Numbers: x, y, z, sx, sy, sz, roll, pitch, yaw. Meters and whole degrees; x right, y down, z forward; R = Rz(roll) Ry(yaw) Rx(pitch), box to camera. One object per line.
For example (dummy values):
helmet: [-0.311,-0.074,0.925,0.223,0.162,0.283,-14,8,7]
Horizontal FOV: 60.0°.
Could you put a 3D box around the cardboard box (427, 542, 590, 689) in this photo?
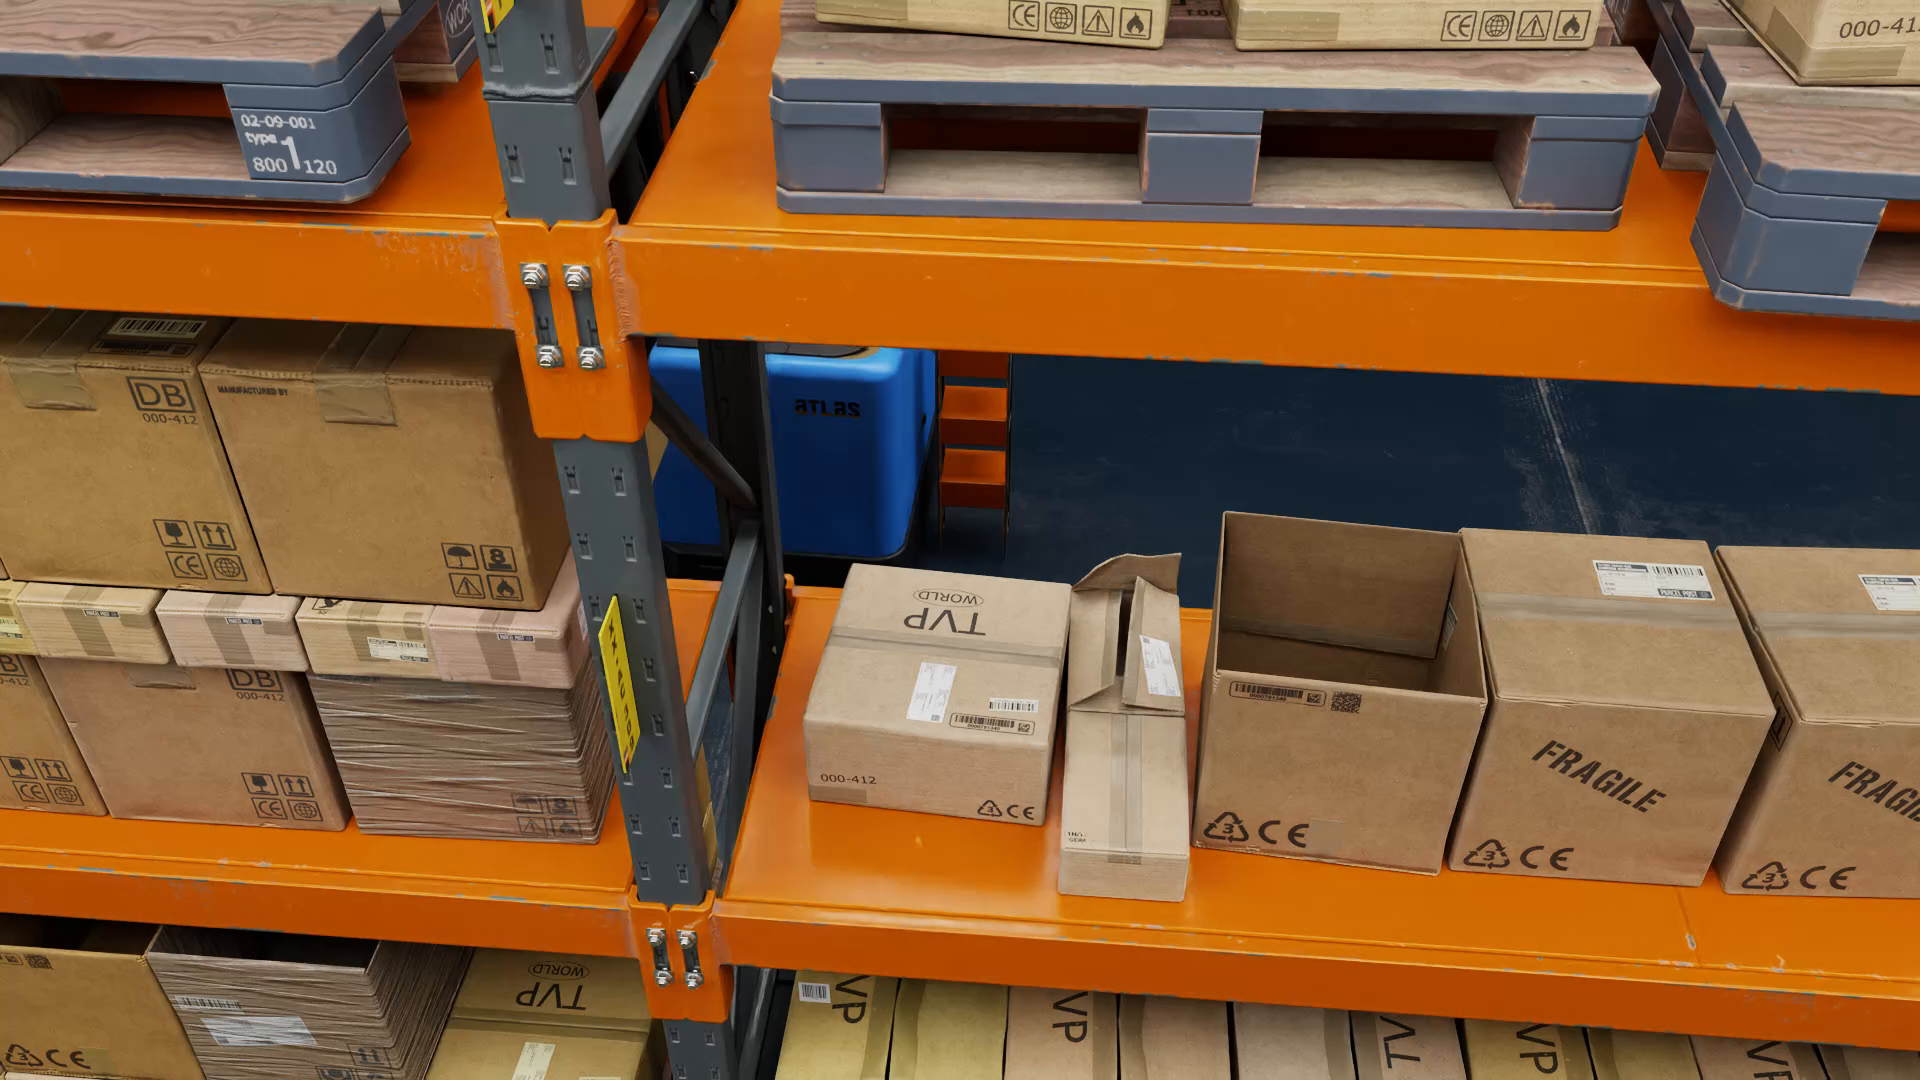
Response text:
cardboard box: [-0.819,0.095,3.164,0.250,0.149,0.380,3,39,4]

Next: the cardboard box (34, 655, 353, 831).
cardboard box: [-1.498,0.182,3.571,0.500,0.500,0.700,3,39,3]

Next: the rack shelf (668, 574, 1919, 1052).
rack shelf: [1.463,0.654,3.641,4.000,0.370,1.077,3,39,4]

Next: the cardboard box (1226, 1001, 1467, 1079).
cardboard box: [0.875,1.189,3.814,0.500,0.311,0.500,2,39,2]

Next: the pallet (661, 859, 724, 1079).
pallet: [-1.318,1.278,4.513,1.213,0.211,1.003,3,39,4]

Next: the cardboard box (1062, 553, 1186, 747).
cardboard box: [0.362,0.250,3.673,0.258,0.266,0.396,2,39,3]

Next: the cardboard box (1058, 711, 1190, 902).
cardboard box: [0.336,0.540,3.409,0.250,0.149,0.380,3,39,4]

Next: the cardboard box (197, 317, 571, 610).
cardboard box: [-0.972,-0.296,3.131,0.500,0.500,0.700,3,39,4]

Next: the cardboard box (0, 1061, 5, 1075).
cardboard box: [-2.505,0.913,4.004,0.500,0.500,0.500,3,39,4]

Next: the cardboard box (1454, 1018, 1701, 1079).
cardboard box: [1.392,1.214,3.784,0.500,0.311,0.500,4,39,5]

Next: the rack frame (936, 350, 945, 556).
rack frame: [-0.068,-0.411,5.923,0.008,1.050,0.200,3,39,4]

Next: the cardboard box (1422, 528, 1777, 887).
cardboard box: [1.258,0.335,3.383,0.500,0.500,0.500,3,39,4]

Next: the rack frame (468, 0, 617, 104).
rack frame: [-0.530,-2.061,1.654,0.127,3.000,1.000,3,39,4]

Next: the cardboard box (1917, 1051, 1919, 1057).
cardboard box: [2.394,1.272,3.713,0.500,0.311,0.500,3,39,3]

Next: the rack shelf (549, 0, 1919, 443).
rack shelf: [1.463,-0.510,2.694,4.000,0.370,1.077,3,39,4]

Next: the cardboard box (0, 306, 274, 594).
cardboard box: [-1.476,-0.323,3.164,0.500,0.500,0.700,3,39,4]

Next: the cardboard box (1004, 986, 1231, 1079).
cardboard box: [0.359,1.162,3.848,0.500,0.311,0.500,3,39,3]

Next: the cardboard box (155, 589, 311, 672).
cardboard box: [-1.326,0.068,3.197,0.250,0.149,0.380,2,39,3]

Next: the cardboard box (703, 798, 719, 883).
cardboard box: [-0.965,0.953,4.548,0.500,0.250,0.500,3,39,4]

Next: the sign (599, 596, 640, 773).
sign: [-0.576,0.248,2.820,0.005,0.325,0.100,3,39,4]

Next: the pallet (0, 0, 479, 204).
pallet: [-1.382,-0.893,2.665,1.213,0.211,1.003,3,39,4]

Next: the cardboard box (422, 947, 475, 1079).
cardboard box: [-1.508,1.248,4.186,0.500,0.250,0.500,3,39,4]

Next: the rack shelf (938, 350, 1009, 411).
rack shelf: [0.053,-0.616,5.743,0.240,0.259,0.215,3,39,4]

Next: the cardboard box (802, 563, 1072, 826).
cardboard box: [-0.035,0.323,3.595,0.500,0.250,0.500,5,39,7]

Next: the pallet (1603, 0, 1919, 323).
pallet: [1.657,-0.646,2.441,1.213,0.211,1.003,5,39,6]

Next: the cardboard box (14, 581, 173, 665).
cardboard box: [-1.588,0.054,3.214,0.250,0.149,0.380,3,39,4]

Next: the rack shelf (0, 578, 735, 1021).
rack shelf: [-2.522,0.436,3.908,4.000,0.370,1.077,3,39,4]

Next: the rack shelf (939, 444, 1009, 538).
rack shelf: [0.053,-0.180,6.097,0.240,0.259,0.215,3,39,4]

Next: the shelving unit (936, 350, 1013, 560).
shelving unit: [0.053,-0.404,5.915,0.252,1.050,0.215,3,39,4]

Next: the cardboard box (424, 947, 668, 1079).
cardboard box: [-1.010,1.281,4.145,0.500,0.250,0.500,3,39,4]

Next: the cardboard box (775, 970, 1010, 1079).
cardboard box: [-0.139,1.131,3.886,0.500,0.311,0.500,3,39,4]

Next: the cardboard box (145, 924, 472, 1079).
cardboard box: [-1.508,0.956,3.951,0.500,0.500,0.500,3,39,4]

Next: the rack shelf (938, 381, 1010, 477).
rack shelf: [0.053,-0.396,5.922,0.240,0.259,0.215,3,39,4]

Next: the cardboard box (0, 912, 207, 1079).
cardboard box: [-2.006,0.931,3.981,0.500,0.500,0.500,3,39,4]

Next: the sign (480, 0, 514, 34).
sign: [-0.576,-0.780,1.983,0.005,0.325,0.100,3,39,4]

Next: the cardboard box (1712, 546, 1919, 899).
cardboard box: [1.782,0.364,3.348,0.500,0.500,0.500,1,39,1]

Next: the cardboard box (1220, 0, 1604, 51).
cardboard box: [0.631,-0.935,2.432,0.500,0.250,0.500,0,39,-1]

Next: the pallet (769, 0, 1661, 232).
pallet: [0.350,-0.784,2.612,1.217,0.209,0.805,2,39,2]

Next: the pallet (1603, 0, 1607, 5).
pallet: [3.160,-2.529,7.133,1.003,0.211,1.213,3,39,4]

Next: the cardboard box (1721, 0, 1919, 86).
cardboard box: [1.370,-0.860,2.340,0.500,0.250,0.500,0,39,0]

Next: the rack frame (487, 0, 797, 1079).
rack frame: [-0.530,0.266,3.547,0.127,3.000,1.000,3,39,4]

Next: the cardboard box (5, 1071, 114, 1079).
cardboard box: [-2.007,1.230,4.208,0.500,0.250,0.500,3,39,4]

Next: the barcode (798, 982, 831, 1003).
barcode: [-0.311,0.968,3.556,0.075,0.075,0.001,3,39,4]

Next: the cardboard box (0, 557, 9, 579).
cardboard box: [-1.975,-0.351,3.198,0.500,0.500,0.700,3,39,4]

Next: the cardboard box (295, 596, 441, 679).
cardboard box: [-1.065,0.081,3.182,0.250,0.149,0.380,2,39,3]

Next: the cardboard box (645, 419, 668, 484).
cardboard box: [-0.781,-0.161,3.479,0.250,0.149,0.380,3,39,4]

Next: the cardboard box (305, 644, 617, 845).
cardboard box: [-0.972,0.207,3.541,0.500,0.500,0.700,2,39,3]

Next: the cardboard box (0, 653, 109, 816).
cardboard box: [-1.998,0.152,3.607,0.500,0.500,0.700,4,39,5]

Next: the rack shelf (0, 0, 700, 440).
rack shelf: [-2.522,-0.727,2.961,4.000,0.370,1.077,3,39,4]

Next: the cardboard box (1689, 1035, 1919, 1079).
cardboard box: [1.891,1.243,3.749,0.500,0.311,0.500,3,39,4]

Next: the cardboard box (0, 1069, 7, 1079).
cardboard box: [-2.505,1.203,4.241,0.500,0.250,0.500,3,39,4]

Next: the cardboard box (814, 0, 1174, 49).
cardboard box: [0.083,-0.963,2.467,0.500,0.250,0.500,7,40,8]

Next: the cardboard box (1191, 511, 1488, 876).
cardboard box: [0.759,0.308,3.417,0.500,0.500,0.500,6,40,7]

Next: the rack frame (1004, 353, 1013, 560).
rack frame: [0.175,-0.398,5.907,0.008,1.050,0.200,3,39,4]

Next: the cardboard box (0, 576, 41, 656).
cardboard box: [-1.833,0.039,3.233,0.250,0.149,0.380,3,39,4]

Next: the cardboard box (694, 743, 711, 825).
cardboard box: [-0.965,0.656,4.319,0.500,0.500,0.500,3,39,4]

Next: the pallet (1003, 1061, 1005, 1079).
pallet: [0.208,1.363,4.408,1.213,0.211,1.003,3,39,4]

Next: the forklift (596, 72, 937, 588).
forklift: [-1.635,-1.262,5.478,3.031,2.935,1.130,4,39,5]
